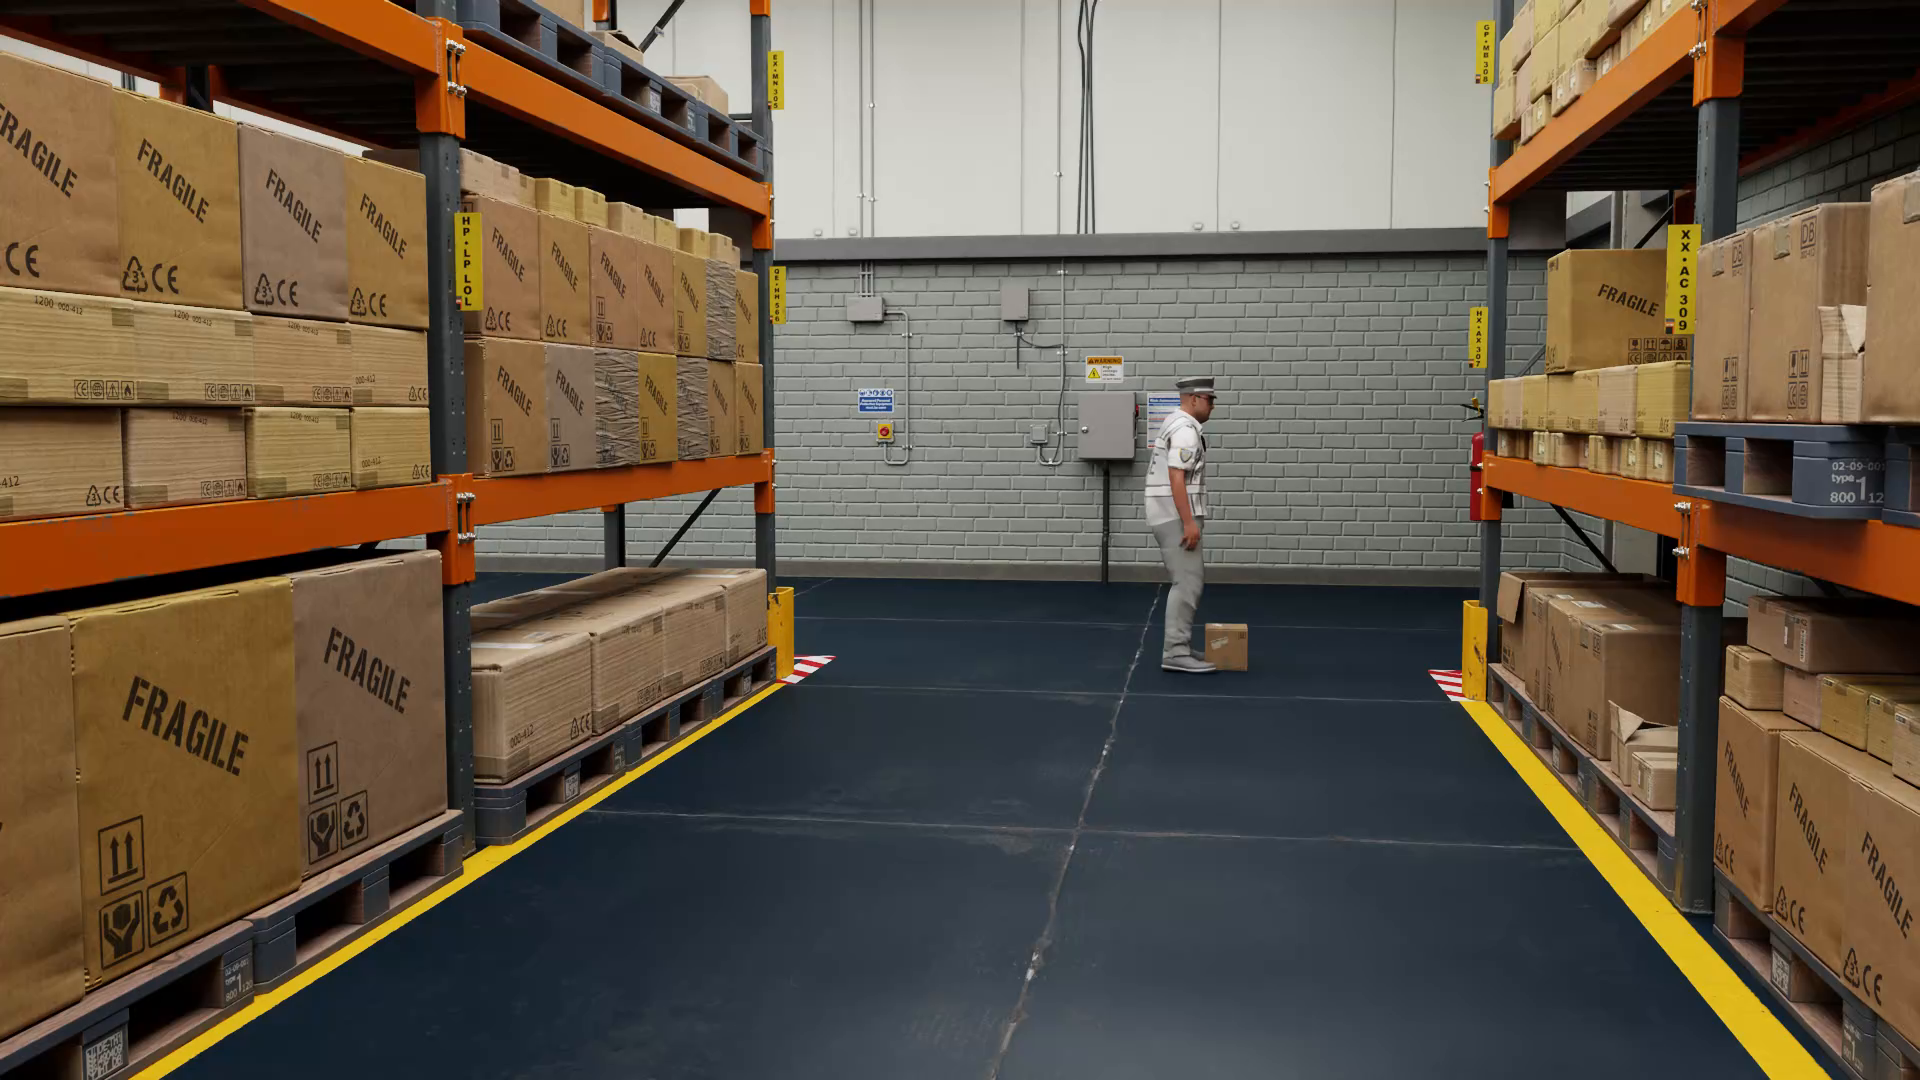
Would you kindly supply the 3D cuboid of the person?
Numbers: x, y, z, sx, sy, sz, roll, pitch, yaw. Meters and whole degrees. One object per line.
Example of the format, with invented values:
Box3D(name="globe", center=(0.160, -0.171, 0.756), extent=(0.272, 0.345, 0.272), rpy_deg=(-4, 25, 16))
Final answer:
Box3D(name="person", center=(1.330, -0.107, 9.978), extent=(0.449, 1.747, 0.596), rpy_deg=(0, 4, 5))
